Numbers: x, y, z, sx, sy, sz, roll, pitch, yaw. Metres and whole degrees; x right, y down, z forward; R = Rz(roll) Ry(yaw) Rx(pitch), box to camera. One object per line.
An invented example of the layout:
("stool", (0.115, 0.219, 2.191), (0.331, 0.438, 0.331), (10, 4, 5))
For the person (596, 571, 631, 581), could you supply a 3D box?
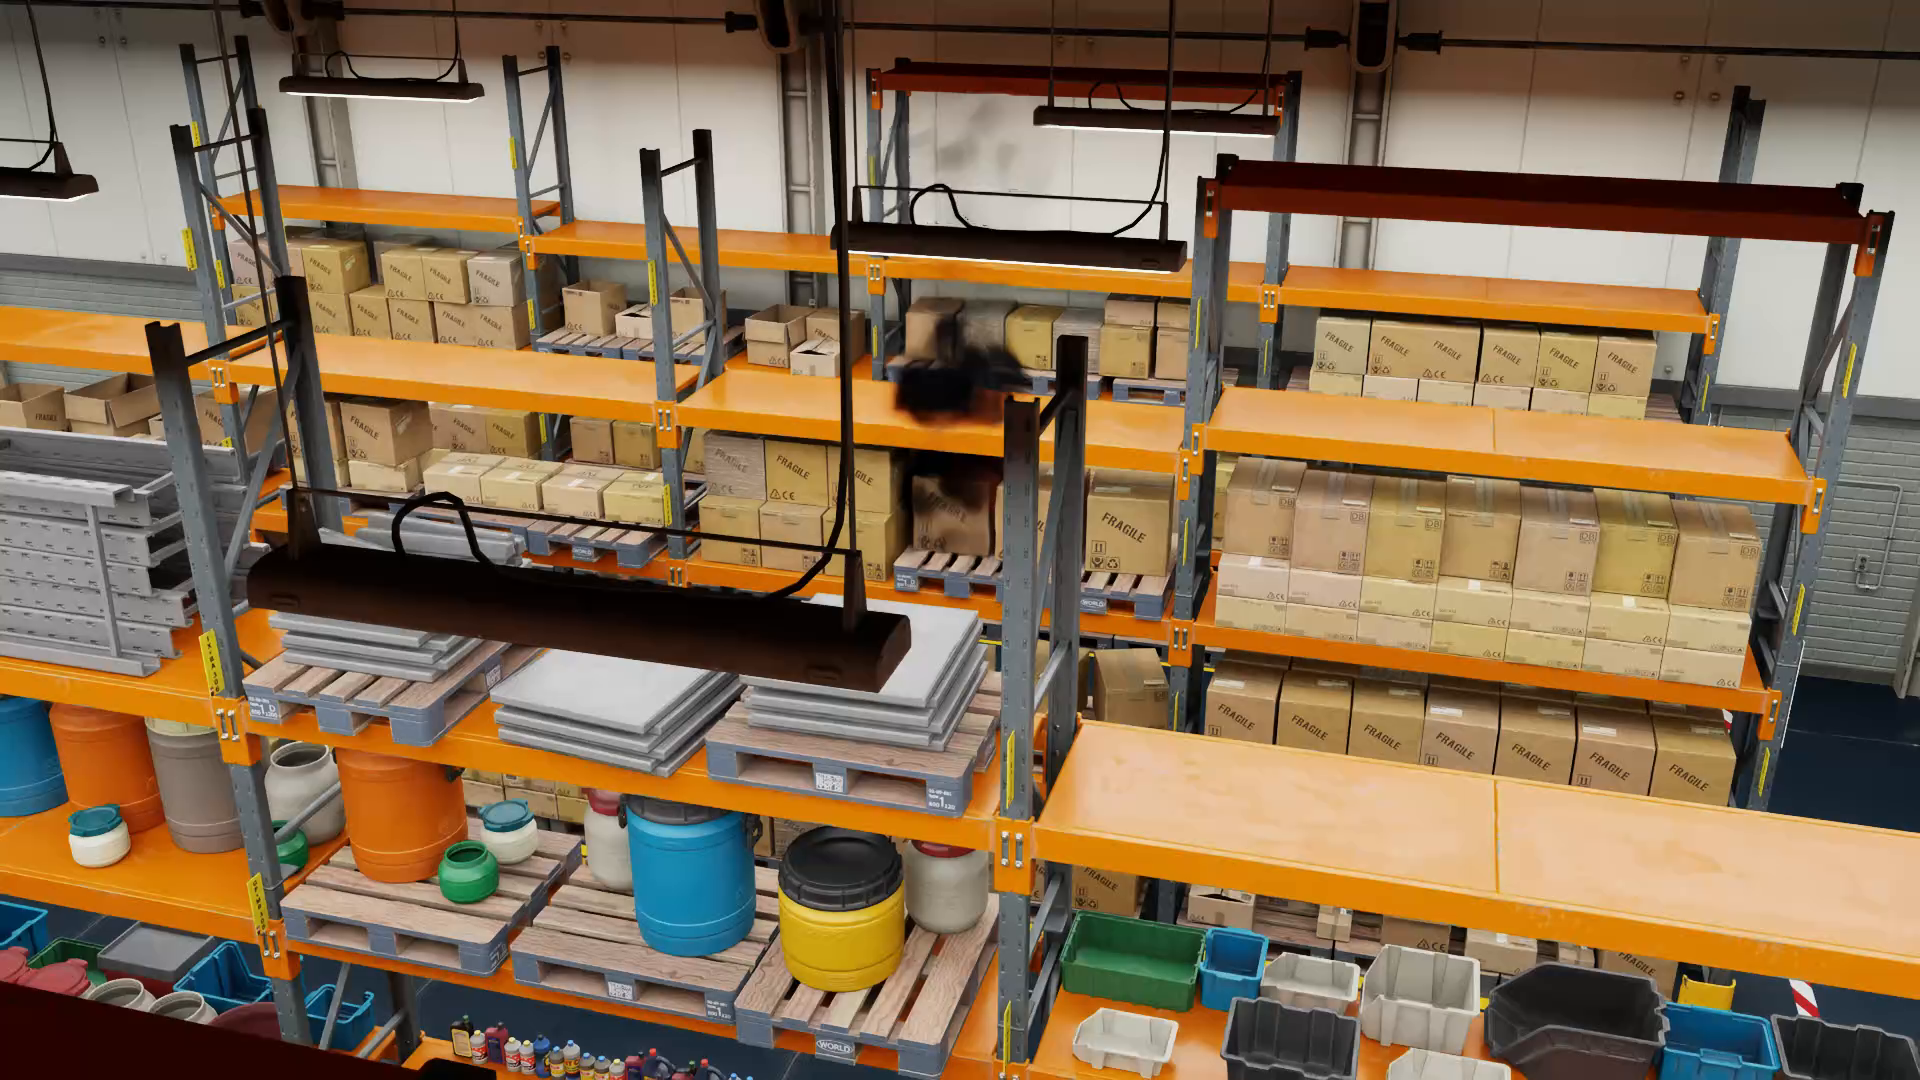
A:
("person", (-3.486, 0.653, 17.071), (1.125, 1.671, 0.536), (3, 23, 7))
